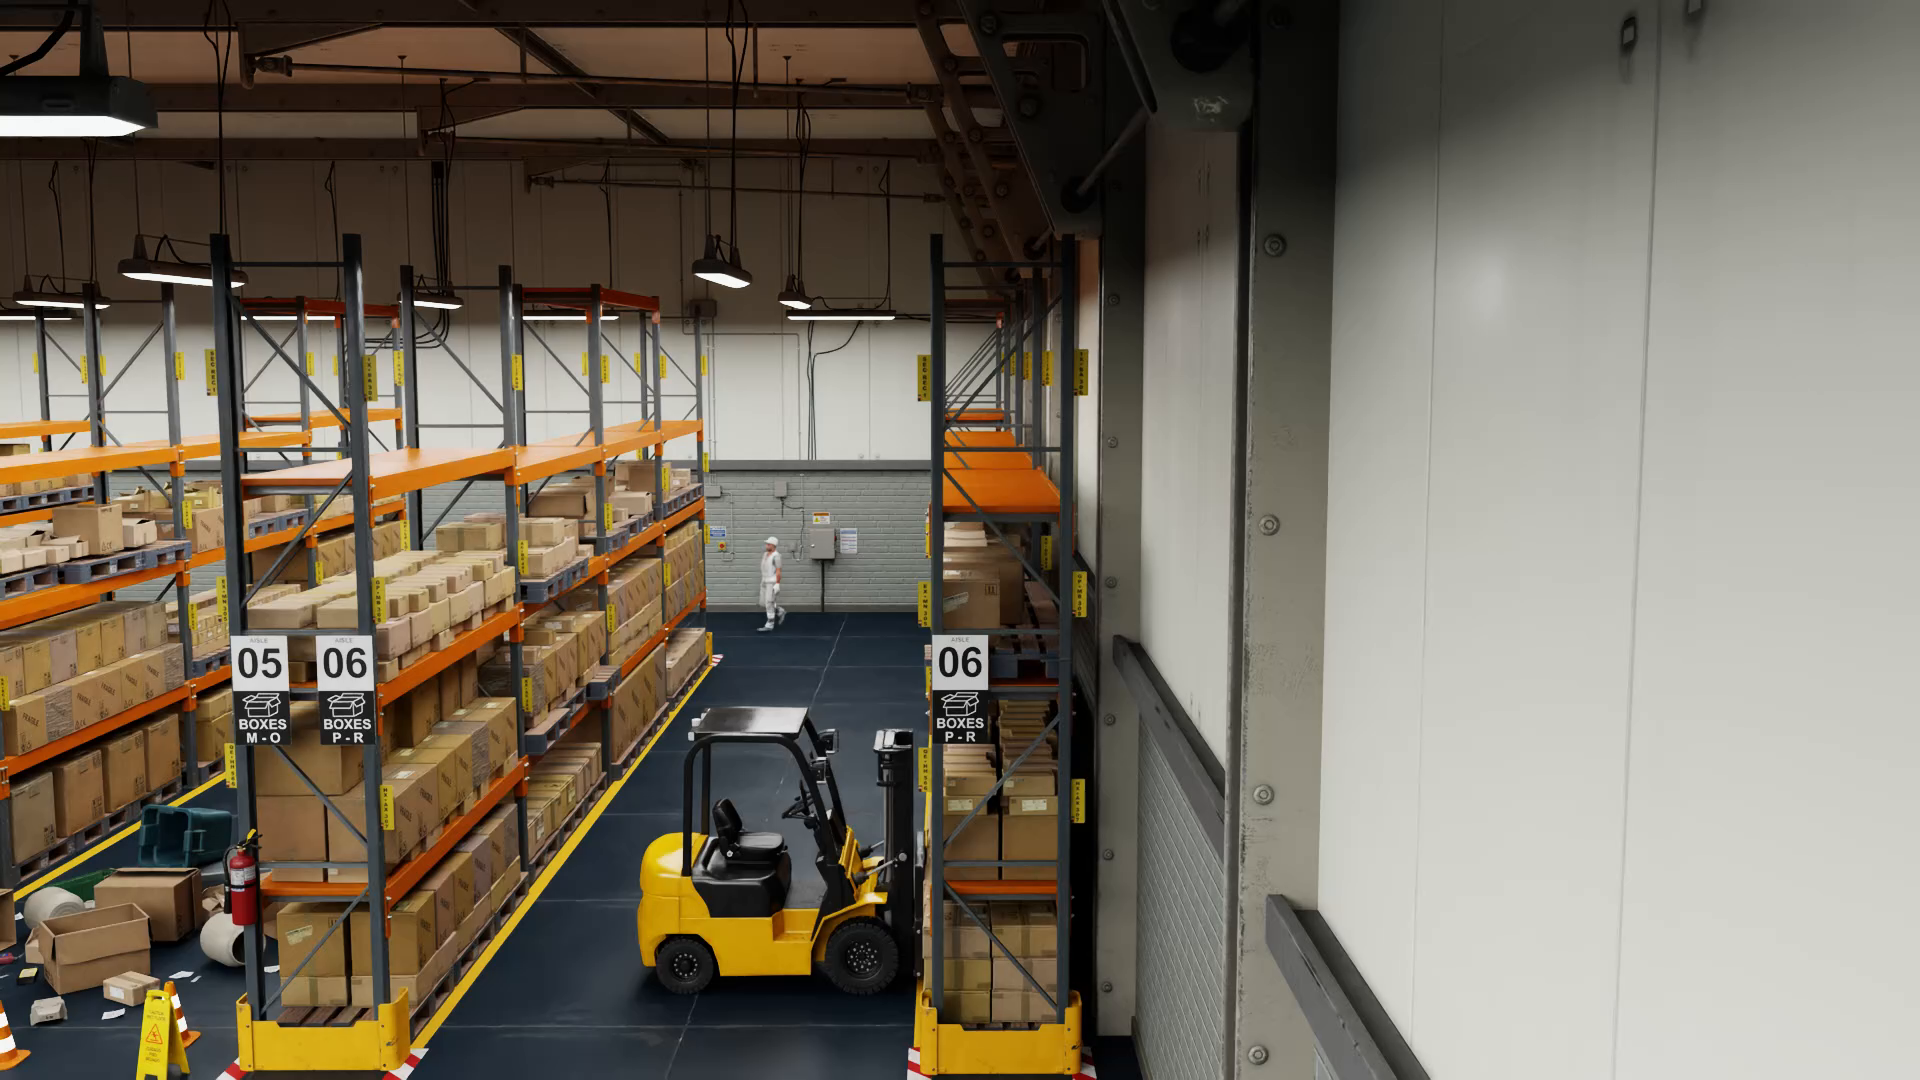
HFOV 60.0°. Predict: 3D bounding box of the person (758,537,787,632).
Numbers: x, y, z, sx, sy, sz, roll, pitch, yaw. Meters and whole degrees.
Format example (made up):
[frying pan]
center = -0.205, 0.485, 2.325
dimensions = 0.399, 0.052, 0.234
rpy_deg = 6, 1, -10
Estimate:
[person]
center = -3.531, 0.819, 31.310
dimensions = 0.660, 1.781, 0.573
rpy_deg = -4, 8, -34
